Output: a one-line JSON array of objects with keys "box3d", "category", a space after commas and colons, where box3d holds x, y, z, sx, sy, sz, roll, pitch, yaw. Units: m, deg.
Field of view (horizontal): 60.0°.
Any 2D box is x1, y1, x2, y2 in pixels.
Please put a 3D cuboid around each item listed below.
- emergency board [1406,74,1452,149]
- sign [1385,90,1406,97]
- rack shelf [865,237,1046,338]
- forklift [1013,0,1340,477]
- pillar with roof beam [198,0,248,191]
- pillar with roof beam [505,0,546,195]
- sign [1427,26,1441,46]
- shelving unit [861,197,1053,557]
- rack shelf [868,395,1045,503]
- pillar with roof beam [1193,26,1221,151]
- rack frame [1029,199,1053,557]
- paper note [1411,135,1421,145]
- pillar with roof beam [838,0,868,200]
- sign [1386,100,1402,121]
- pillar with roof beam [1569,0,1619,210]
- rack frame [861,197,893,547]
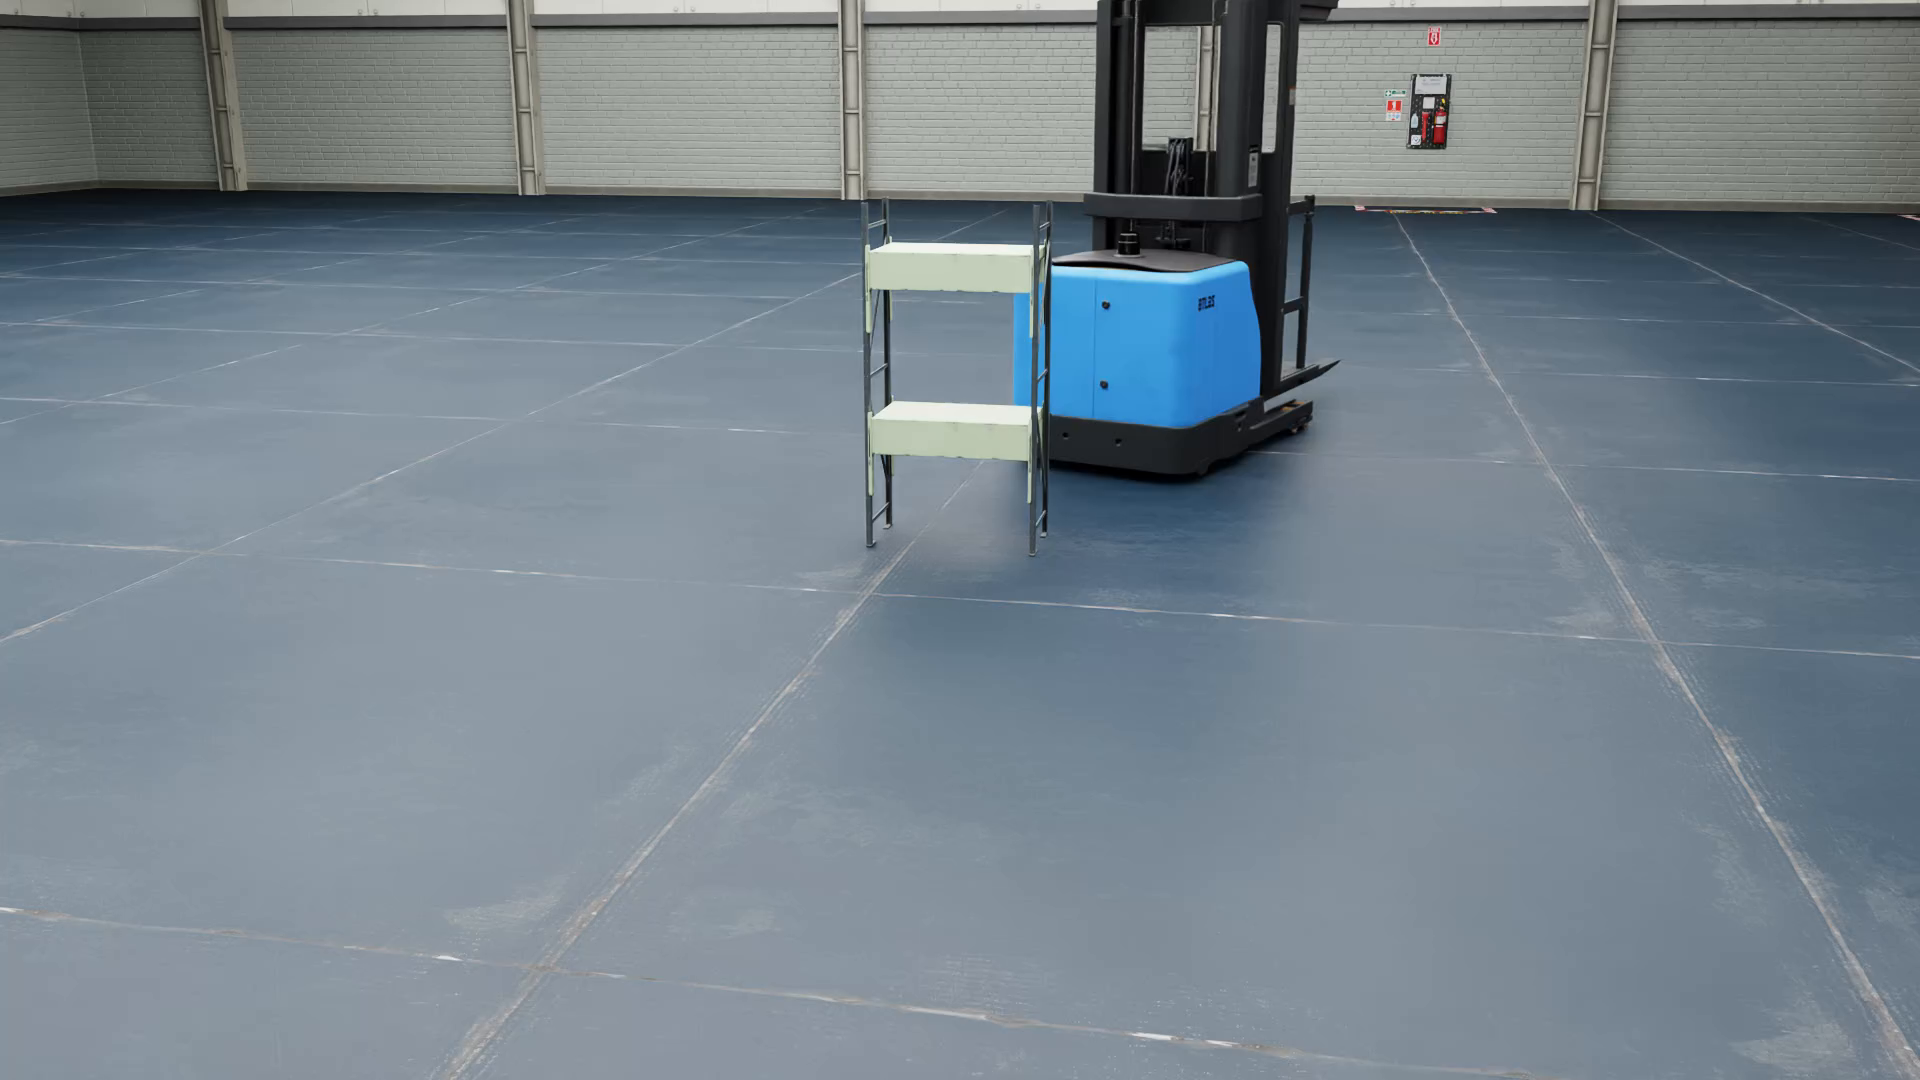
[{"box3d": [7.520, -6.856, 26.622, 0.643, 1.169, 0.194, 3, 16, 11], "category": "emergency board"}, {"box3d": [7.002, -7.182, 26.741, 0.331, 0.109, 0.001, 3, 16, 11], "category": "sign"}, {"box3d": [-0.007, -1.099, 7.189, 0.720, 0.370, 0.431, 3, 16, 11], "category": "rack shelf"}, {"box3d": [1.446, -2.083, 9.520, 1.130, 2.935, 3.031, 9, 18, 29], "category": "forklift"}, {"box3d": [-14.442, -9.756, 25.854, 0.400, 9.000, 9.100, 3, 16, 11], "category": "pillar with roof beam"}, {"box3d": [-8.562, -9.437, 24.702, 0.400, 9.000, 9.100, 3, 16, 11], "category": "pillar with roof beam"}, {"box3d": [7.532, -7.999, 26.408, 0.199, 0.298, 0.001, 3, 16, 11], "category": "sign"}, {"box3d": [-0.007, -0.723, 7.293, 0.755, 1.500, 0.431, 3, 16, 11], "category": "shelving unit"}, {"box3d": [-0.007, -0.409, 7.380, 0.720, 0.370, 0.431, 3, 16, 11], "category": "rack shelf"}, {"box3d": [3.197, -8.798, 22.397, 0.400, 9.000, 9.100, 3, 16, 11], "category": "pillar with roof beam"}, {"box3d": [0.352, -0.704, 7.223, 0.023, 1.500, 0.400, 3, 16, 11], "category": "rack frame"}, {"box3d": [7.361, -6.458, 26.839, 0.142, 0.148, 0.016, 3, 16, 11], "category": "paper note"}, {"box3d": [-2.683, -9.117, 23.549, 0.400, 9.000, 9.100, 3, 16, 11], "category": "pillar with roof beam"}, {"box3d": [6.999, -6.929, 26.821, 0.234, 0.329, 0.001, 3, 16, 11], "category": "sign"}, {"box3d": [9.077, -8.479, 21.245, 0.400, 9.000, 9.100, 3, 16, 11], "category": "pillar with roof beam"}, {"box3d": [-0.365, -0.743, 7.363, 0.023, 1.500, 0.400, 3, 16, 11], "category": "rack frame"}]
